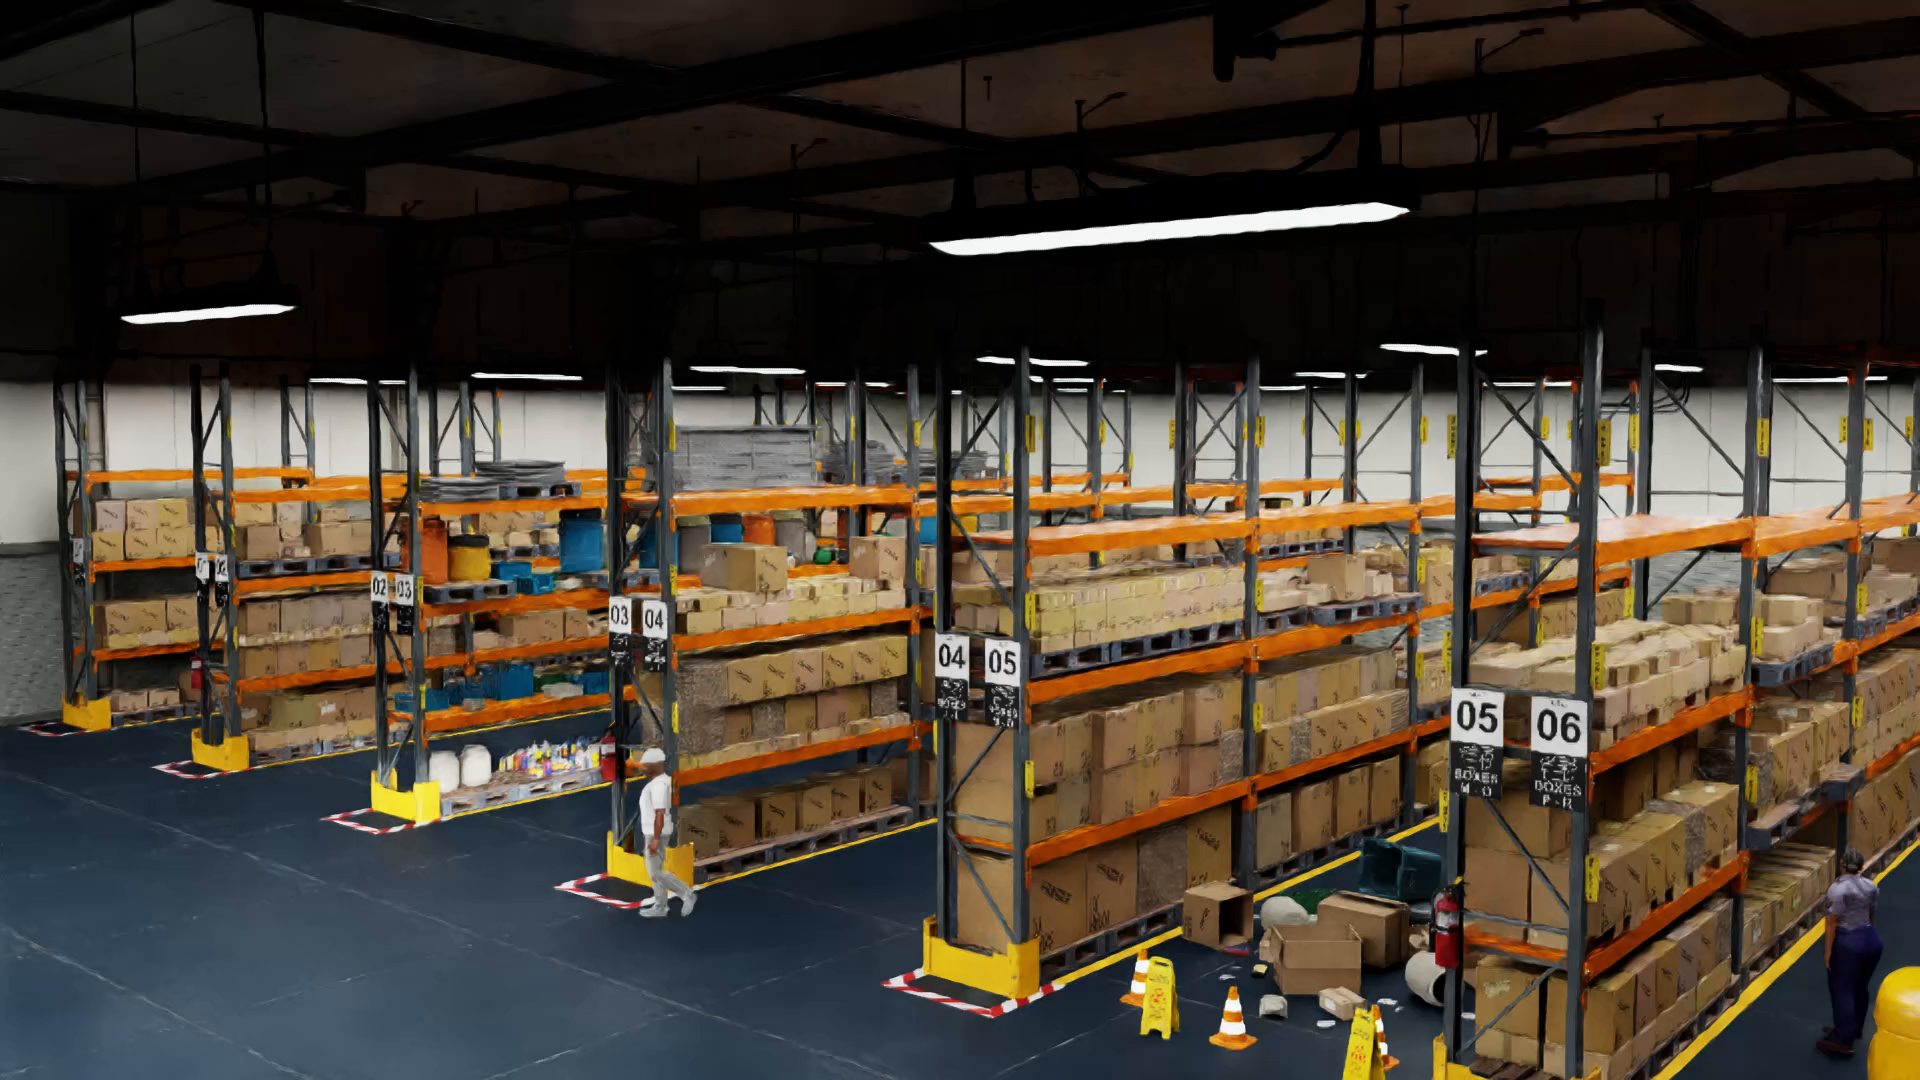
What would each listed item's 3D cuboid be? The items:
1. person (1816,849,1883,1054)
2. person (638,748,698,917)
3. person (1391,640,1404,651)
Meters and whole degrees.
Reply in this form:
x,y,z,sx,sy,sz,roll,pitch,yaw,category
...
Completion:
x,y,z,sx,sy,sz,roll,pitch,yaw,category
7.278,3.353,13.680,0.523,1.640,0.470,-1,4,-18,person
-3.040,3.041,17.281,0.617,1.760,0.639,-1,4,-9,person
6.667,2.417,25.551,0.636,1.782,0.550,-1,4,-19,person
